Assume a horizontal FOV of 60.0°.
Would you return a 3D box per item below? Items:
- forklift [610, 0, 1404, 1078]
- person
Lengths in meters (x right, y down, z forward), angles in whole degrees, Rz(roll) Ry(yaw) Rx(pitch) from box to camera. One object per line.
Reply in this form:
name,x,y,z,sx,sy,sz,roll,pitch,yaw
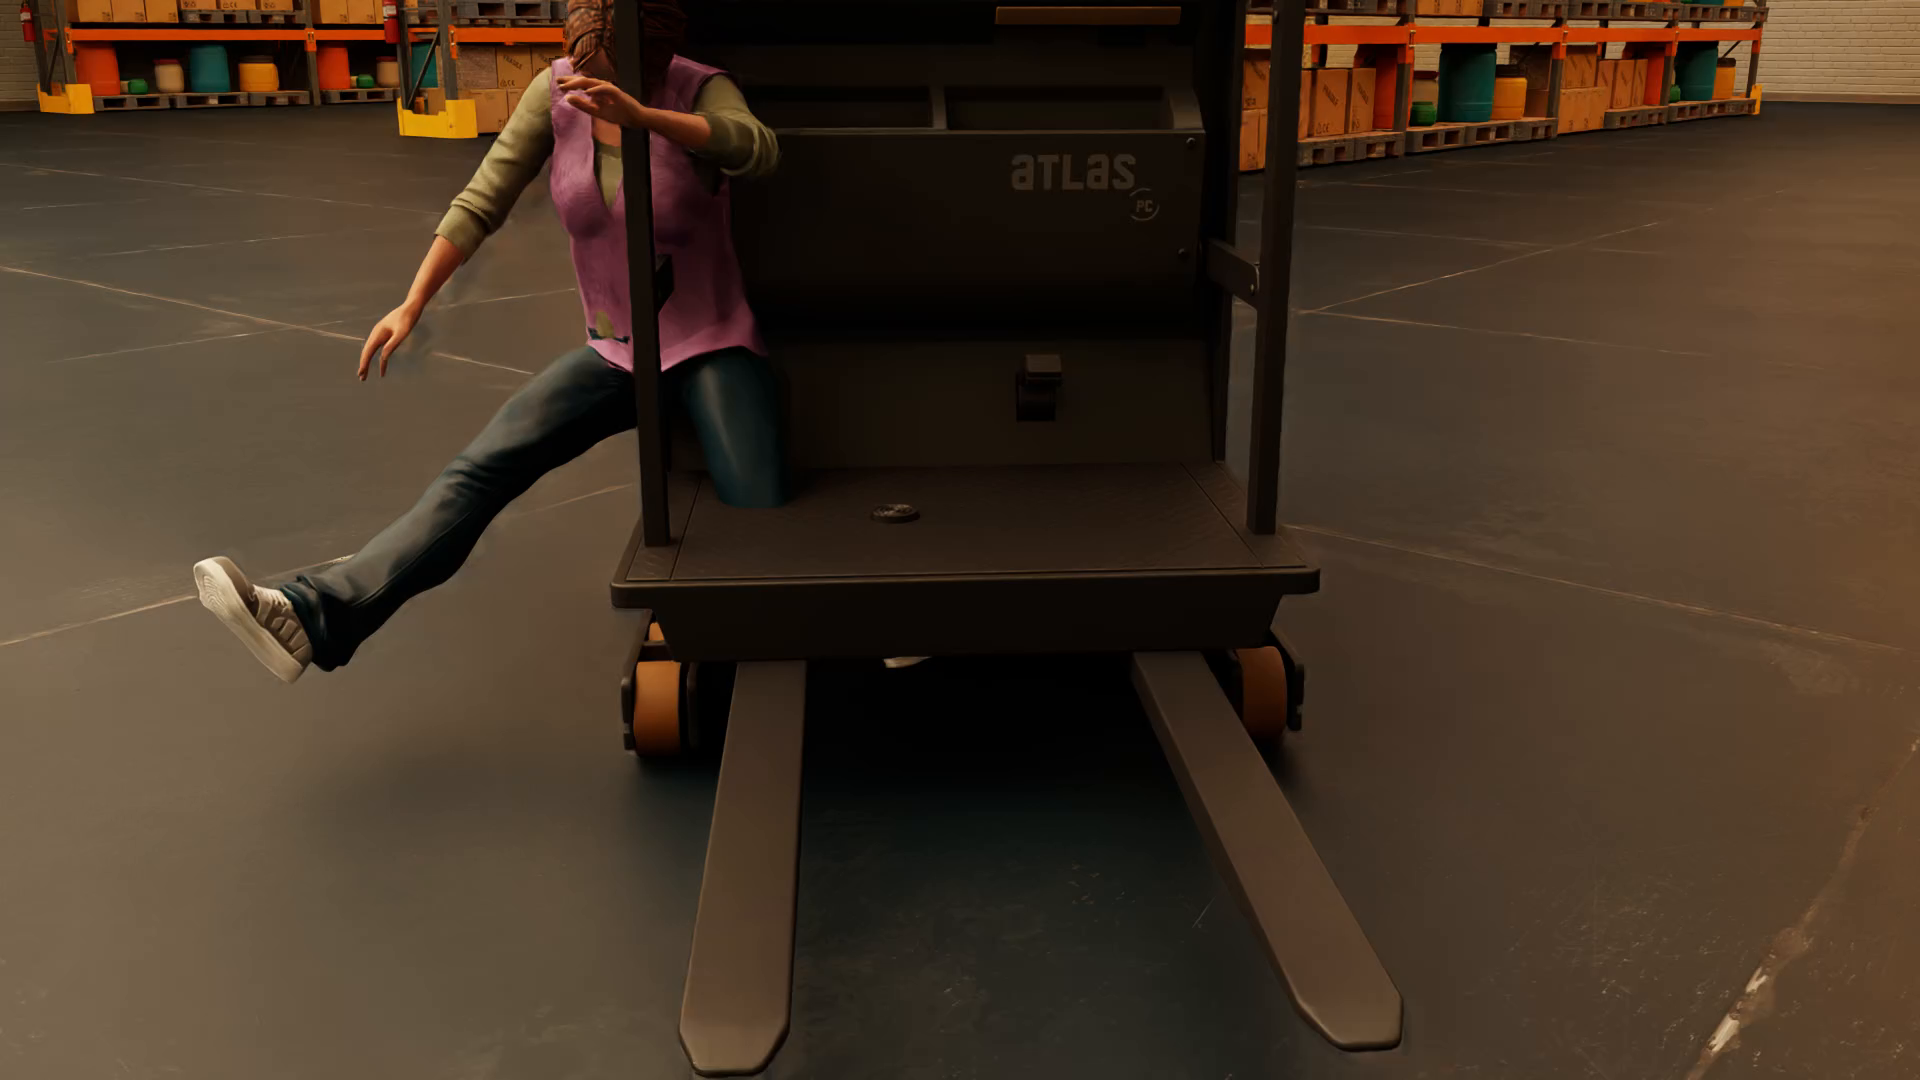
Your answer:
forklift,-0.015,-1.140,2.651,1.130,2.935,3.031,-1,17,-4
person,-0.595,-0.319,2.800,0.911,1.254,1.051,7,18,22
